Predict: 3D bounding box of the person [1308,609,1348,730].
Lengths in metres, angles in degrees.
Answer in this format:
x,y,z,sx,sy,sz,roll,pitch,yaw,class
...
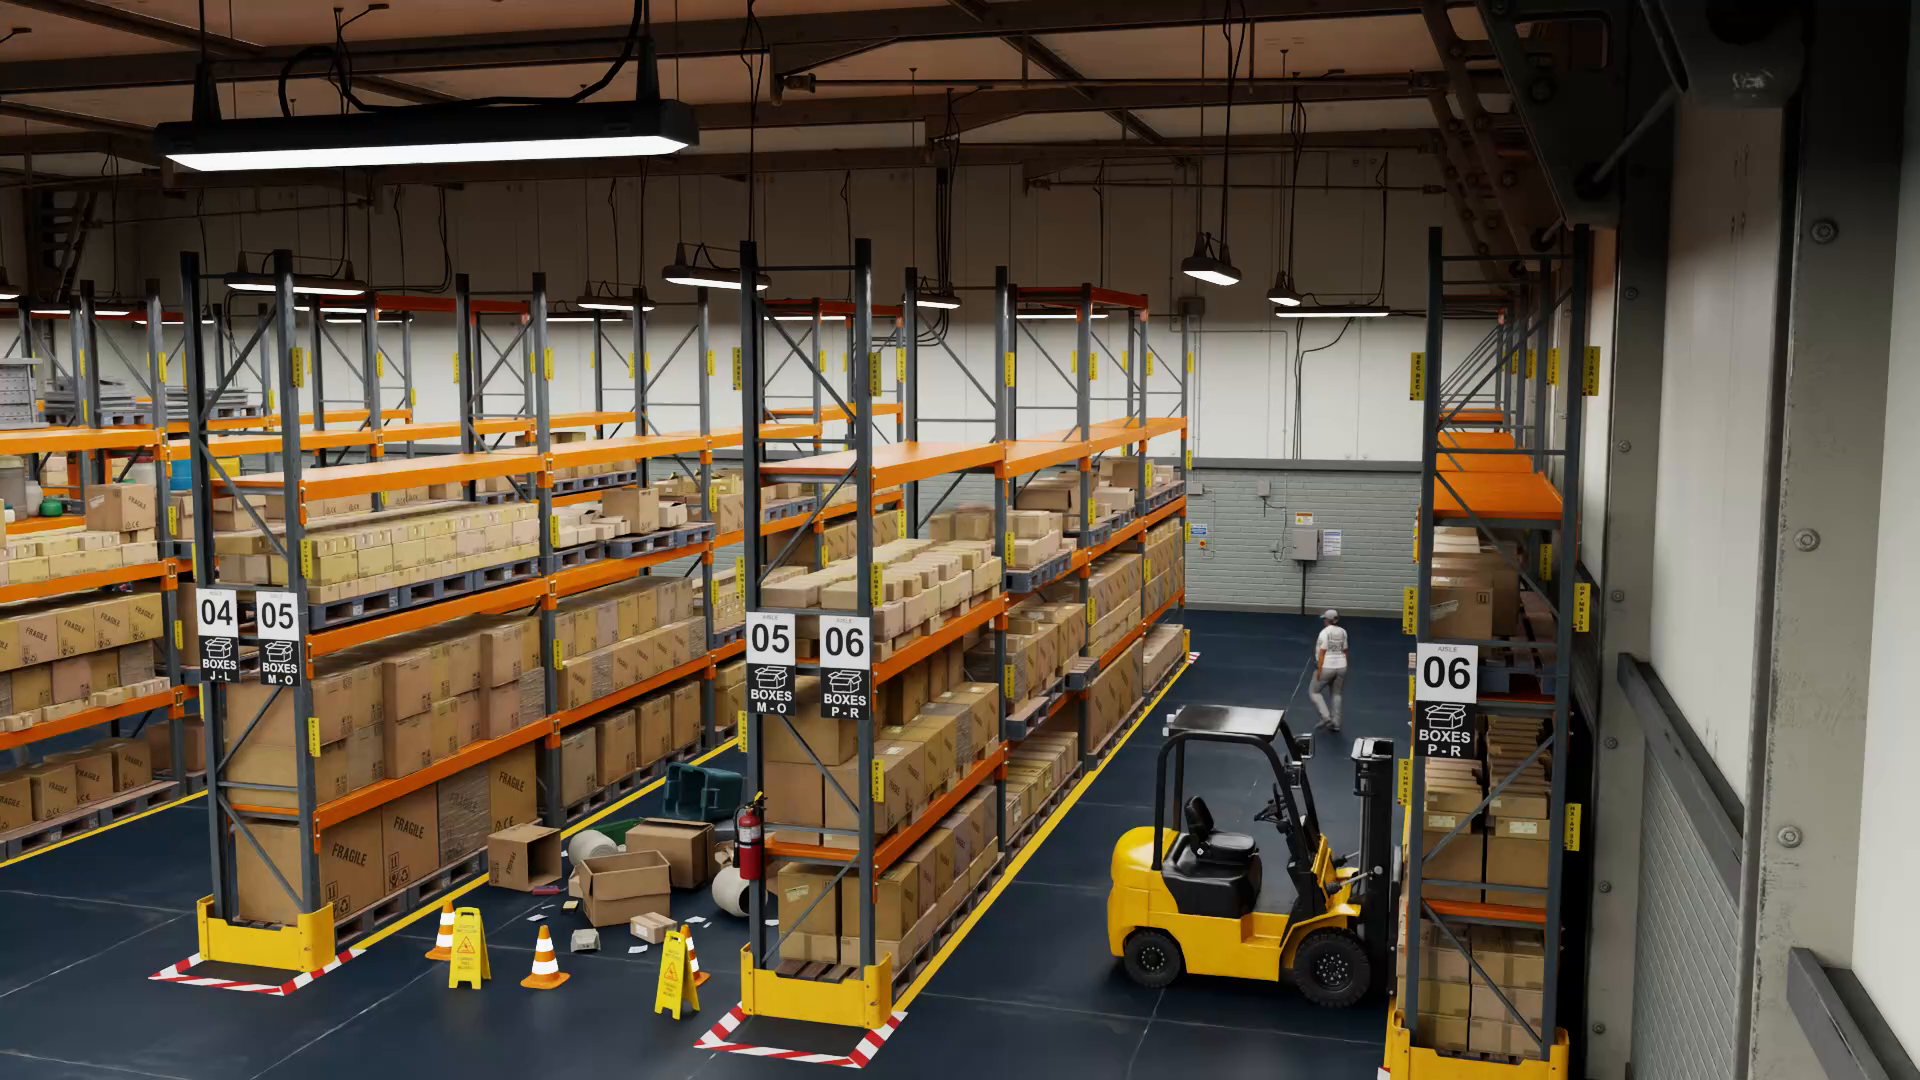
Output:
x,y,z,sx,sy,sz,roll,pitch,yaw,class
5.097,1.788,22.854,0.536,1.663,0.460,-3,7,-24,person

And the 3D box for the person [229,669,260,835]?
x,y,z,sx,sy,sz,roll,pitch,yaw,class
-7.606,2.268,18.027,0.610,1.728,1.105,-1,7,-13,person

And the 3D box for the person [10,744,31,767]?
x,y,z,sx,sy,sz,roll,pitch,yaw,class
-11.433,2.091,19.700,0.574,1.710,0.992,0,6,0,person
